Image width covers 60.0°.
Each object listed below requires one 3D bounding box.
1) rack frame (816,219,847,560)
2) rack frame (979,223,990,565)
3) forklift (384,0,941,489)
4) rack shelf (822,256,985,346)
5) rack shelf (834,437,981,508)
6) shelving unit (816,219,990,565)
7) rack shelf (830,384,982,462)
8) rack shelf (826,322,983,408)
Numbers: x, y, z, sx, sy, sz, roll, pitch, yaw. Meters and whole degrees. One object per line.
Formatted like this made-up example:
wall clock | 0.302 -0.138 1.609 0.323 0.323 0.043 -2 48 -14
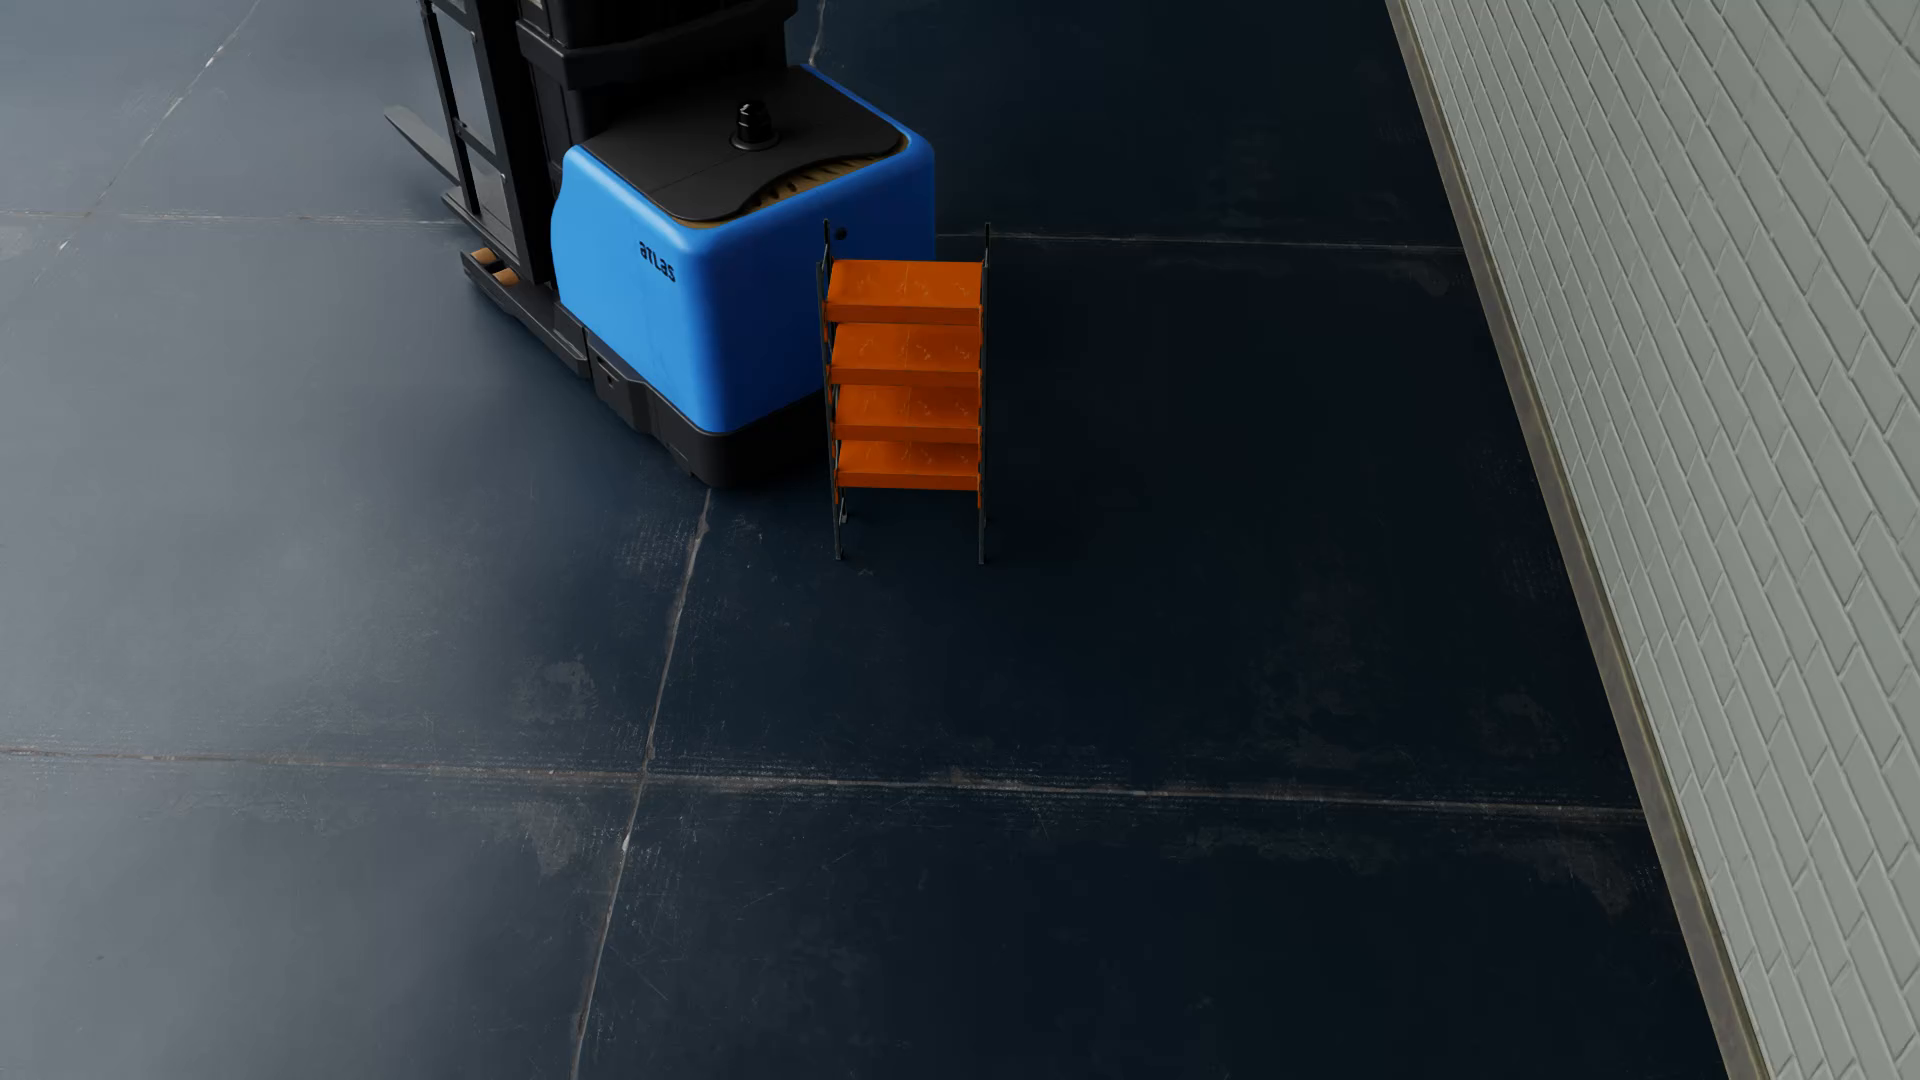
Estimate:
rack frame | -0.409 -0.452 5.355 0.015 1.200 0.240 2 43 2
rack frame | 0.078 -0.437 5.338 0.015 1.200 0.240 2 43 2
forklift | -1.389 -2.196 5.957 1.130 2.935 3.031 -29 50 -27
rack shelf | -0.165 -0.732 5.079 0.480 0.148 0.258 2 43 2
rack shelf | -0.165 -0.250 5.528 0.480 0.148 0.258 2 43 2
shelving unit | -0.165 -0.444 5.346 0.503 1.200 0.258 2 43 2
rack shelf | -0.165 -0.395 5.392 0.480 0.148 0.258 2 43 2
rack shelf | -0.165 -0.559 5.240 0.480 0.148 0.258 2 43 2
